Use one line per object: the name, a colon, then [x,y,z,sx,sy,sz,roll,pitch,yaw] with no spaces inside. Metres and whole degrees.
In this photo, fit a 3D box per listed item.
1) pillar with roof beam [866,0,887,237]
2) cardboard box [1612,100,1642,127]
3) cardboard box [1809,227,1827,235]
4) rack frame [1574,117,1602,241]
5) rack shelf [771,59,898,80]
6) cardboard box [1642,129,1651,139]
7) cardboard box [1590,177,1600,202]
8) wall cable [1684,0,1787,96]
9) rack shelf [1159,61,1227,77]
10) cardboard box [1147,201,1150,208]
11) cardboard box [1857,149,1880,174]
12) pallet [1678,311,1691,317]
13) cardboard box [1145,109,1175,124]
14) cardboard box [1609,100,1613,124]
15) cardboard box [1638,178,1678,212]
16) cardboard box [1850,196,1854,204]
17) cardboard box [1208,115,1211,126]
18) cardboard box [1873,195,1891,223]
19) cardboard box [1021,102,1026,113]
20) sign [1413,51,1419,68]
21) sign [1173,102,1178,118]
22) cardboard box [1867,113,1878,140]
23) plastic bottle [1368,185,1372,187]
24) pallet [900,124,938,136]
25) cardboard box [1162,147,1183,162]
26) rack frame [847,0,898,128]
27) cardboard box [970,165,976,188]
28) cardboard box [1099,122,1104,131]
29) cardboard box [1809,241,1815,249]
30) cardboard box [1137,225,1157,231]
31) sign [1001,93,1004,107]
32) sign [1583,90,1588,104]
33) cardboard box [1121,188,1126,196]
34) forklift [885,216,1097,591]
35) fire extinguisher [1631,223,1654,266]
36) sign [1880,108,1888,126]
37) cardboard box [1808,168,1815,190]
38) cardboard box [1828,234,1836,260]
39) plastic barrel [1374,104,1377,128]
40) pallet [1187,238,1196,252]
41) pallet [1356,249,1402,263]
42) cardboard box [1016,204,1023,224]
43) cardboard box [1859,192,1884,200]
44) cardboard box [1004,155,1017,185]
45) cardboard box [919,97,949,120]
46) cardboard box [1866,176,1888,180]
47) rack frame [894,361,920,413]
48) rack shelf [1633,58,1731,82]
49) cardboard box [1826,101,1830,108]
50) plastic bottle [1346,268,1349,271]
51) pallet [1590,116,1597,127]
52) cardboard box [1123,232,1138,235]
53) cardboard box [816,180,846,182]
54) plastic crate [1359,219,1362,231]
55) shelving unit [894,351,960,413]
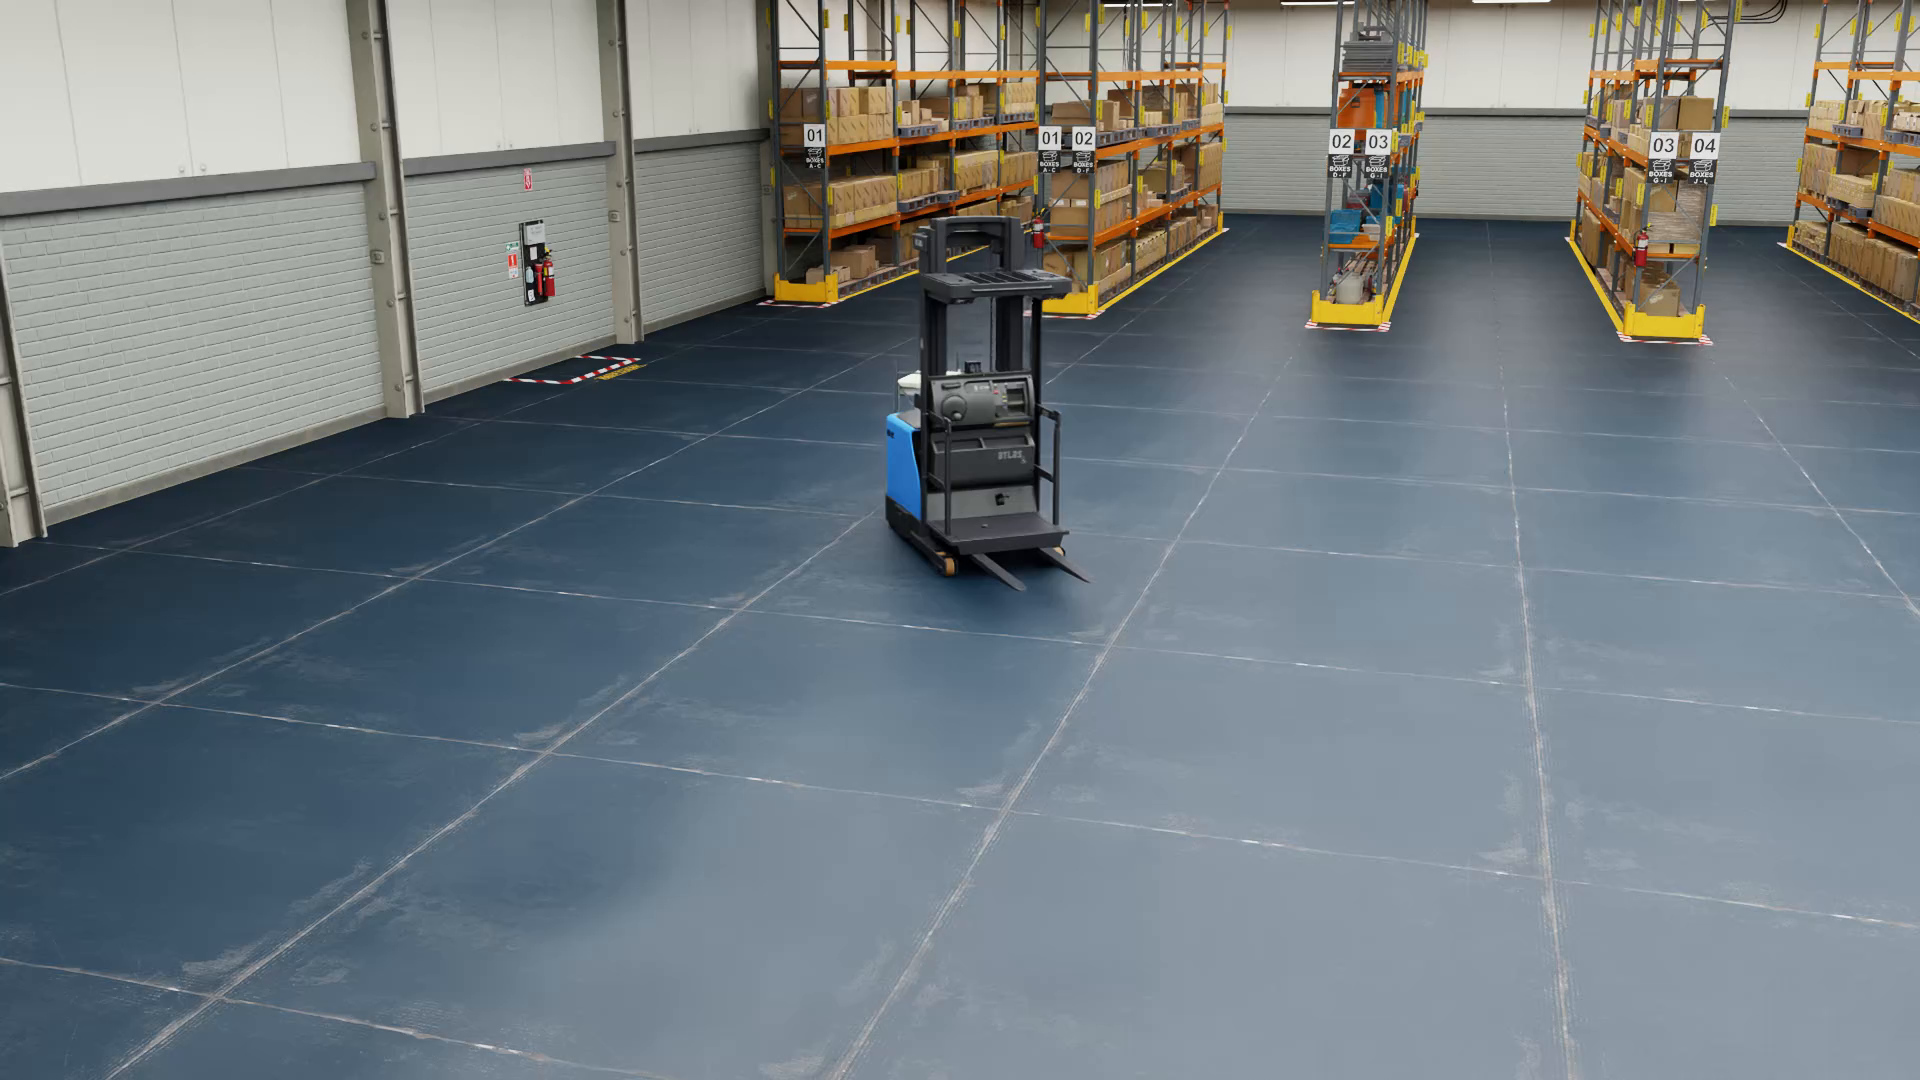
pillar with roof beam: [2.311,-10.272,34.973,9.100,9.000,0.400,5,16,16]
cardboard box: [13.249,-8.469,33.014,0.500,0.500,0.500,5,17,16]
cardboard box: [19.644,-7.052,37.982,0.380,0.149,0.250,4,16,14]
rack frame: [15.903,-8.933,41.248,1.000,3.000,0.127,5,16,16]
rack shelf: [-2.323,-8.961,31.677,1.077,0.370,4.000,5,16,16]
cardboard box: [11.343,-6.613,27.116,0.380,0.149,0.250,5,17,16]
cardboard box: [14.395,-7.834,37.189,0.500,0.500,0.500,5,16,16]
wall cable: [20.814,-14.579,44.263,2.277,5.999,0.120,5,16,16]
rack shelf: [5.837,-11.718,41.395,1.077,0.370,4.000,5,16,16]
cardboard box: [3.824,-7.150,35.423,0.380,0.149,0.250,6,17,20]
cardboard box: [19.854,-8.247,36.268,0.500,0.500,0.500,5,17,17]
pallet: [11.642,-3.635,27.680,1.003,0.211,1.213,5,16,16]
cardboard box: [4.224,-9.217,36.569,0.910,0.500,0.500,5,16,16]
cardboard box: [14.189,-9.071,35.278,0.797,0.503,0.637,4,16,15]
cardboard box: [11.275,-5.582,26.874,0.500,0.500,0.500,5,16,16]
cardboard box: [18.275,-6.872,33.672,0.380,0.149,0.250,4,16,15]
cardboard box: [5.934,-10.396,41.183,0.500,0.250,0.500,5,16,16]
cardboard box: [17.969,-6.381,32.065,0.500,0.500,0.500,5,17,16]
cardboard box: [1.412,-11.222,43.141,0.500,0.250,0.500,4,16,14]
sign: [9.410,-9.914,34.304,0.100,0.325,0.005,5,16,16]
sign: [4.662,-9.294,35.931,0.100,0.325,0.005,5,16,16]
cardboard box: [18.404,-8.221,33.057,0.500,0.500,0.500,5,16,16]
plastic bottle: [9.416,-8.024,38.269,0.152,0.276,0.135,5,16,16]
pallet: [-1.186,-8.724,35.356,1.213,0.211,1.003,5,16,16]
cardboard box: [5.165,-9.337,40.657,0.500,0.500,0.500,5,17,16]
rack frame: [-1.755,-9.832,33.423,1.000,3.000,0.127,5,16,16]
cardboard box: [0.065,-8.567,39.190,0.500,0.500,0.500,5,16,16]
cardboard box: [2.362,-7.402,29.787,0.380,0.149,0.250,5,16,16]
cardboard box: [19.571,-6.706,37.850,0.380,0.149,0.250,5,16,16]
cardboard box: [4.173,-6.881,37.788,0.500,0.500,0.500,5,17,18]
sign: [1.042,-10.843,40.959,0.100,0.325,0.005,5,16,16]
sign: [15.372,-10.879,40.866,0.100,0.325,0.005,5,16,16]
cardboard box: [2.980,-6.702,32.010,0.380,0.149,0.250,4,16,14]
forklift: [0.272,-1.221,14.183,1.130,2.935,3.031,-6,17,-19]
fire extinguisher: [10.881,-4.716,26.521,0.296,0.674,0.183,5,16,16]
sign: [17.836,-8.163,32.090,0.100,0.325,0.005,5,16,16]
cardboard box: [19.958,-8.348,38.457,0.500,0.500,0.500,5,17,17]
cardboard box: [19.028,-6.302,35.784,0.500,0.500,0.500,5,17,18]
plastic barrel: [6.809,-7.175,28.438,0.600,0.588,0.600,0,16,0]
pallet: [5.074,-7.098,39.890,1.003,0.211,1.213,5,16,16]
pallet: [9.413,-6.410,37.464,1.003,0.211,1.213,5,16,16]
cardboard box: [1.268,-8.632,43.996,0.700,0.500,0.500,4,16,14]
cardboard box: [18.060,-6.818,32.936,0.380,0.149,0.250,5,17,17]
cardboard box: [0.901,-9.515,42.748,0.980,0.700,0.700,4,16,14]
cardboard box: [-0.538,-9.824,37.903,0.700,0.500,0.500,3,16,12]
cardboard box: [19.490,-7.652,35.333,0.380,0.149,0.250,4,16,14]
rack frame: [-0.432,-0.953,15.863,0.400,1.500,0.023,5,17,18]
rack shelf: [11.924,-7.809,27.614,1.077,0.370,4.000,5,16,16]
cardboard box: [19.715,-9.790,37.400,0.380,0.149,0.250,4,16,15]
plastic bottle: [7.255,-4.925,31.164,0.144,0.351,0.185,5,16,16]
pallet: [15.357,-9.818,39.034,1.003,0.211,1.213,5,16,16]
cardboard box: [3.561,-6.506,35.932,0.500,0.311,0.500,4,16,14]
cardboard box: [-2.523,-6.736,32.365,0.500,0.500,0.500,5,17,17]
plastic crate: [7.087,-5.743,30.387,0.450,0.188,0.662,5,16,16]
shelving unit: [-0.312,-1.048,16.195,0.431,1.500,0.755,5,17,18]
